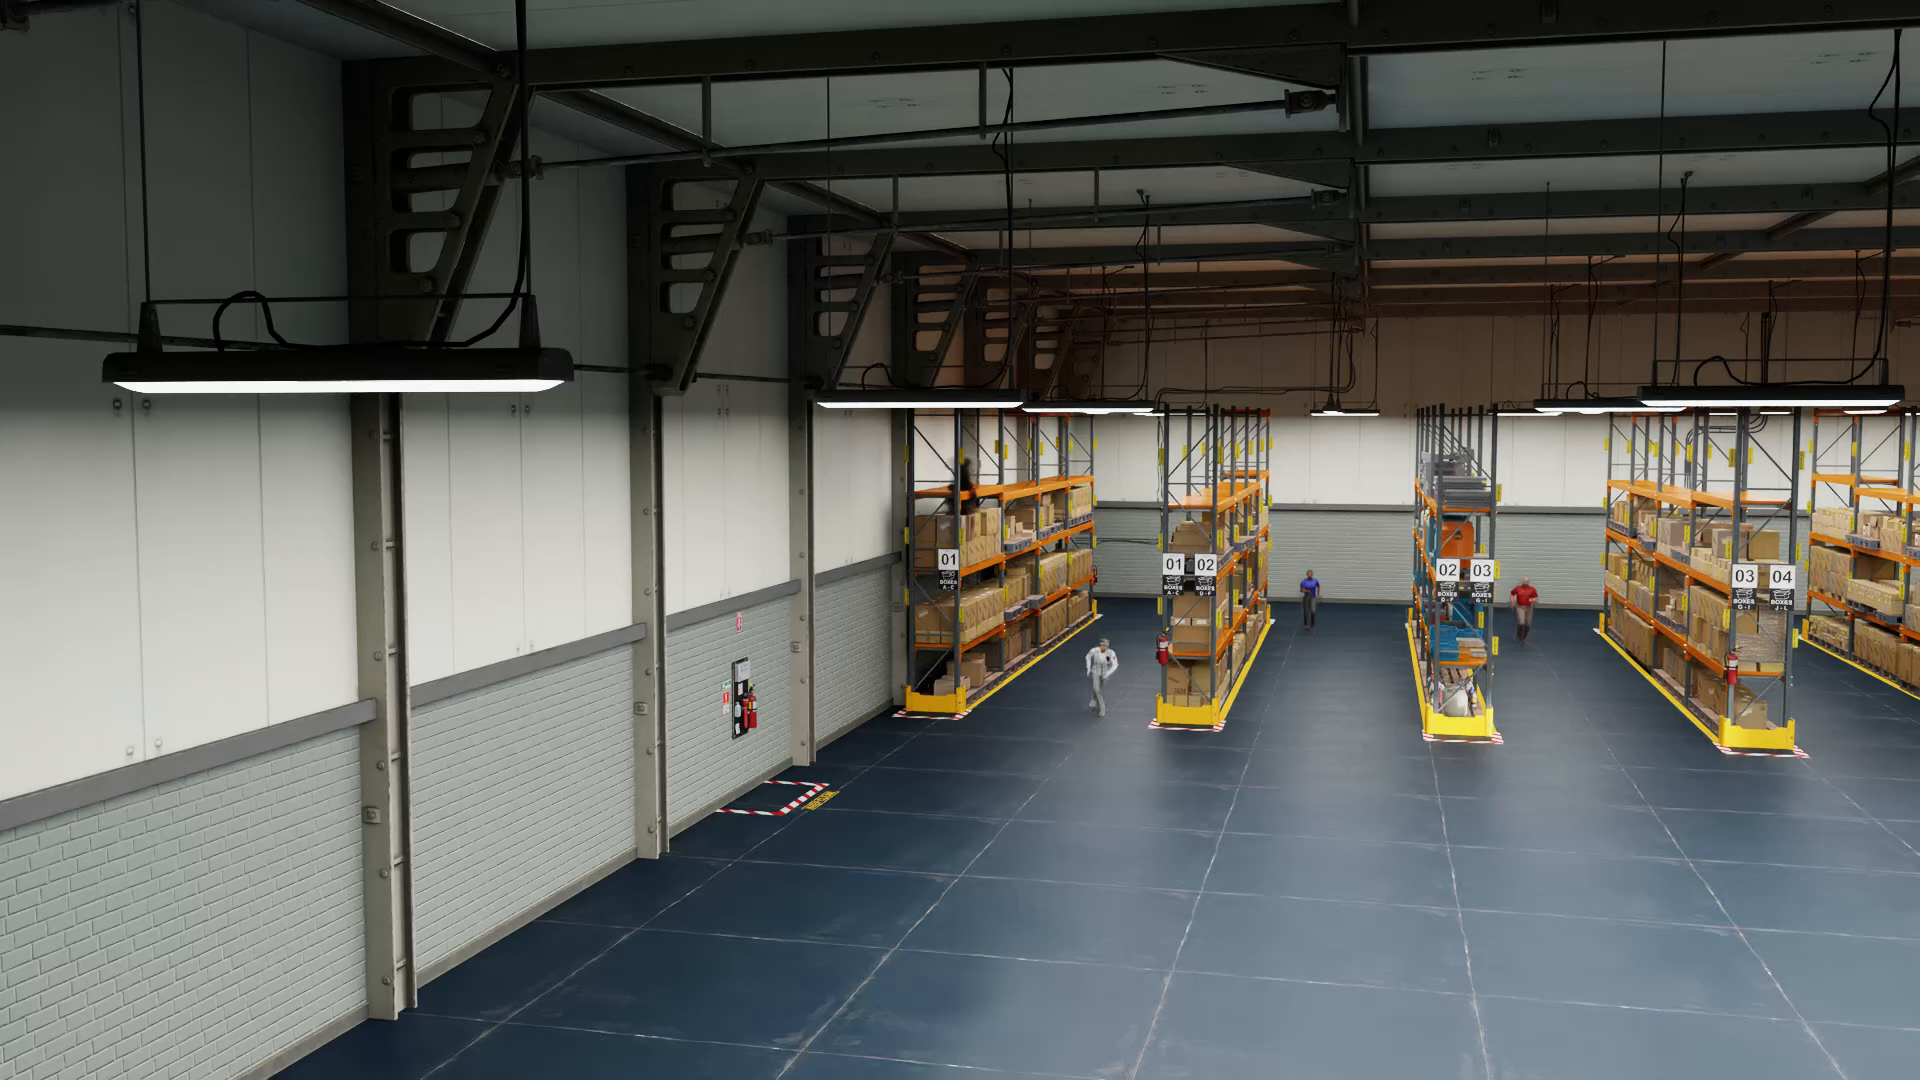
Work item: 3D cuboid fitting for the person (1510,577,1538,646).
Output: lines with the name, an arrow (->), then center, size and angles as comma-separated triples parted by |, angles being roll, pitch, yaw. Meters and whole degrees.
person -> 14.290, 1.813, 42.073 | 0.628, 1.767, 0.736 | 0, 4, 4

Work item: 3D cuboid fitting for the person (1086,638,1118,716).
person -> 2.746, 2.633, 32.404 | 0.607, 1.532, 0.995 | 0, 4, -3

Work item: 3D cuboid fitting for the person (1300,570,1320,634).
person -> 9.388, 1.648, 44.630 | 0.550, 1.715, 0.848 | 1, 4, 8
